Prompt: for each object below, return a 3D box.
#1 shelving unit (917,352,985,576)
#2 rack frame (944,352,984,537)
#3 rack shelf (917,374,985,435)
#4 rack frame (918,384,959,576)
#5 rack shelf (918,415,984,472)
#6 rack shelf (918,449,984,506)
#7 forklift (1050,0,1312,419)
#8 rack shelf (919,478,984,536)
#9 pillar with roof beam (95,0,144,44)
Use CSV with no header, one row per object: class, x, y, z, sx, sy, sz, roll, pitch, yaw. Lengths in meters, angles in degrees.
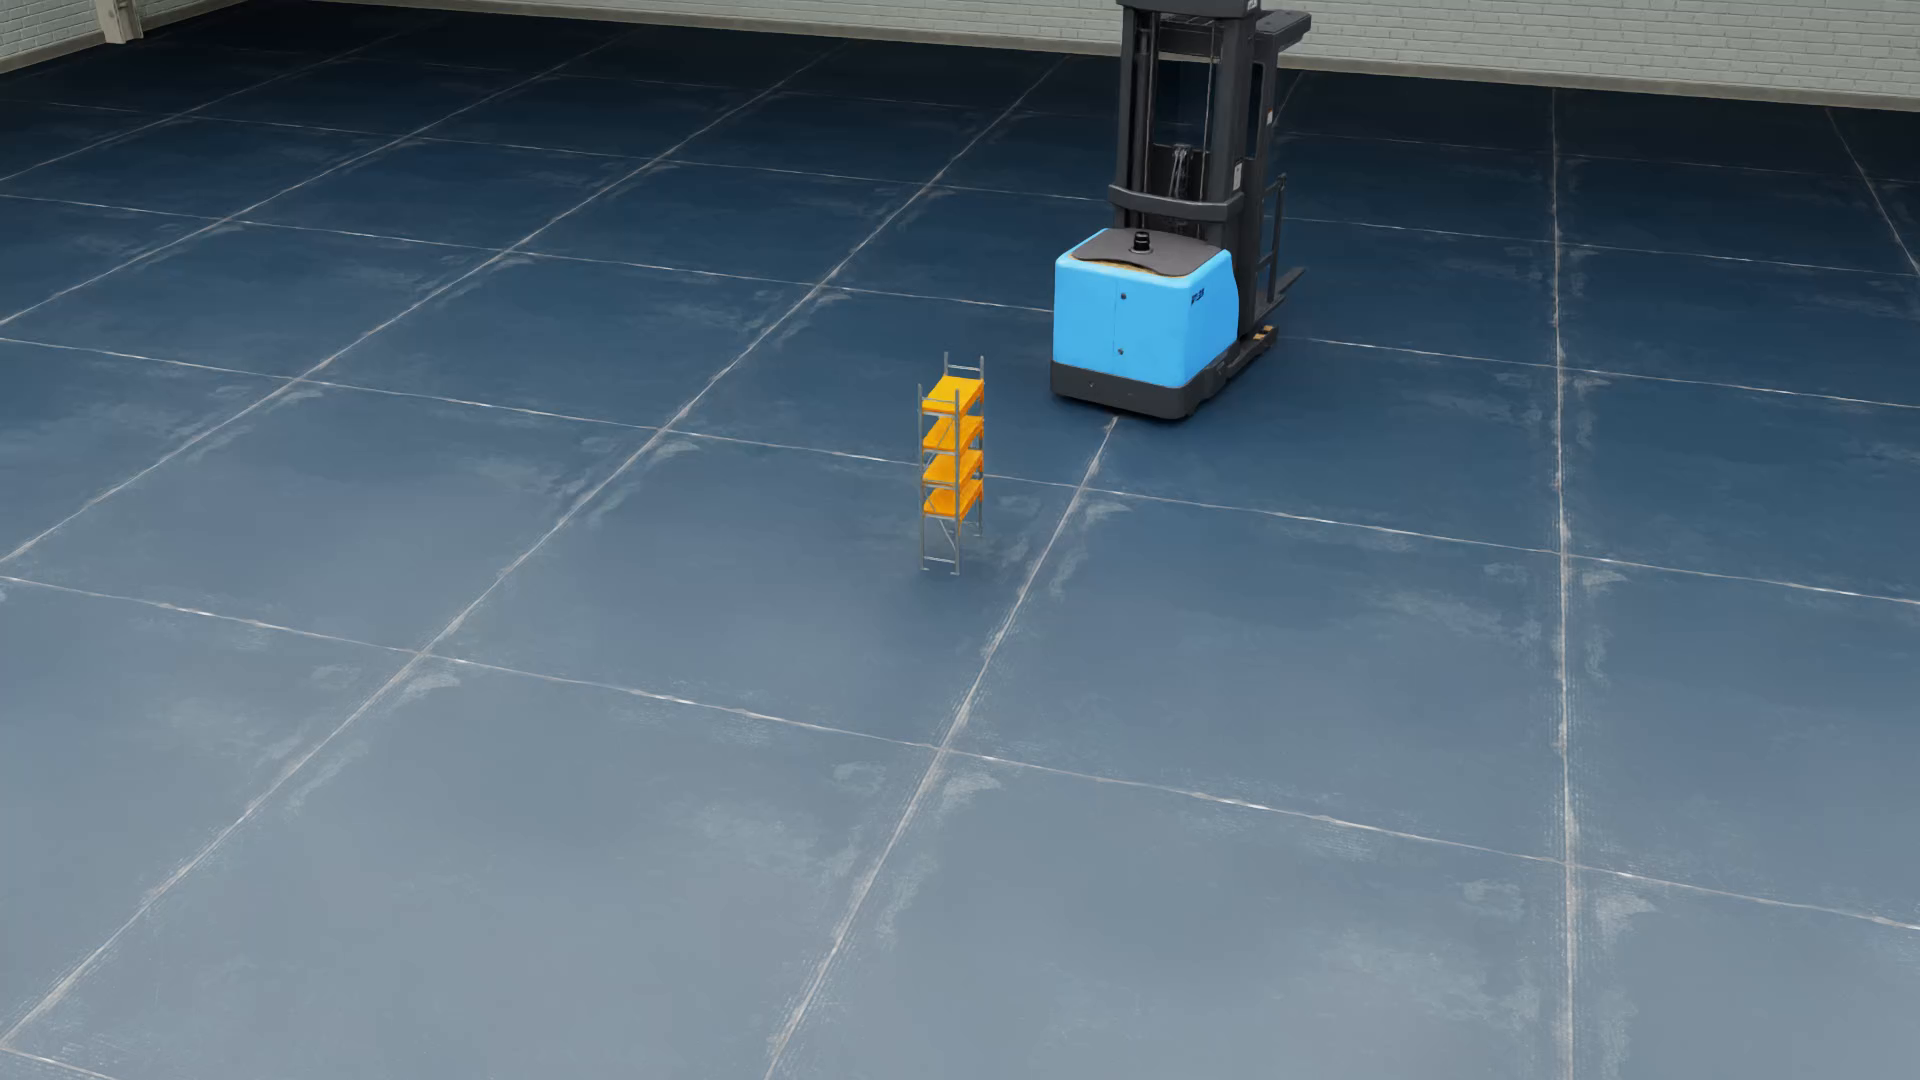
shelving unit,-0.049,-0.447,9.820,0.258,1.200,0.503,8,30,15
rack frame,0.023,-0.561,10.024,0.240,1.200,0.015,8,30,15
rack shelf,-0.049,-0.791,9.629,0.258,0.148,0.480,8,30,15
rack frame,-0.120,-0.334,9.616,0.240,1.200,0.015,8,30,15
rack shelf,-0.049,-0.584,9.744,0.258,0.148,0.480,8,30,15
rack shelf,-0.049,-0.389,9.853,0.258,0.148,0.480,8,30,15
forklift,1.828,-2.806,12.278,1.130,2.935,3.031,16,33,26
rack shelf,-0.049,-0.215,9.949,0.258,0.148,0.480,8,30,15
pillar with roof beam,-7.097,-10.029,19.022,9.100,9.000,0.400,8,30,15
